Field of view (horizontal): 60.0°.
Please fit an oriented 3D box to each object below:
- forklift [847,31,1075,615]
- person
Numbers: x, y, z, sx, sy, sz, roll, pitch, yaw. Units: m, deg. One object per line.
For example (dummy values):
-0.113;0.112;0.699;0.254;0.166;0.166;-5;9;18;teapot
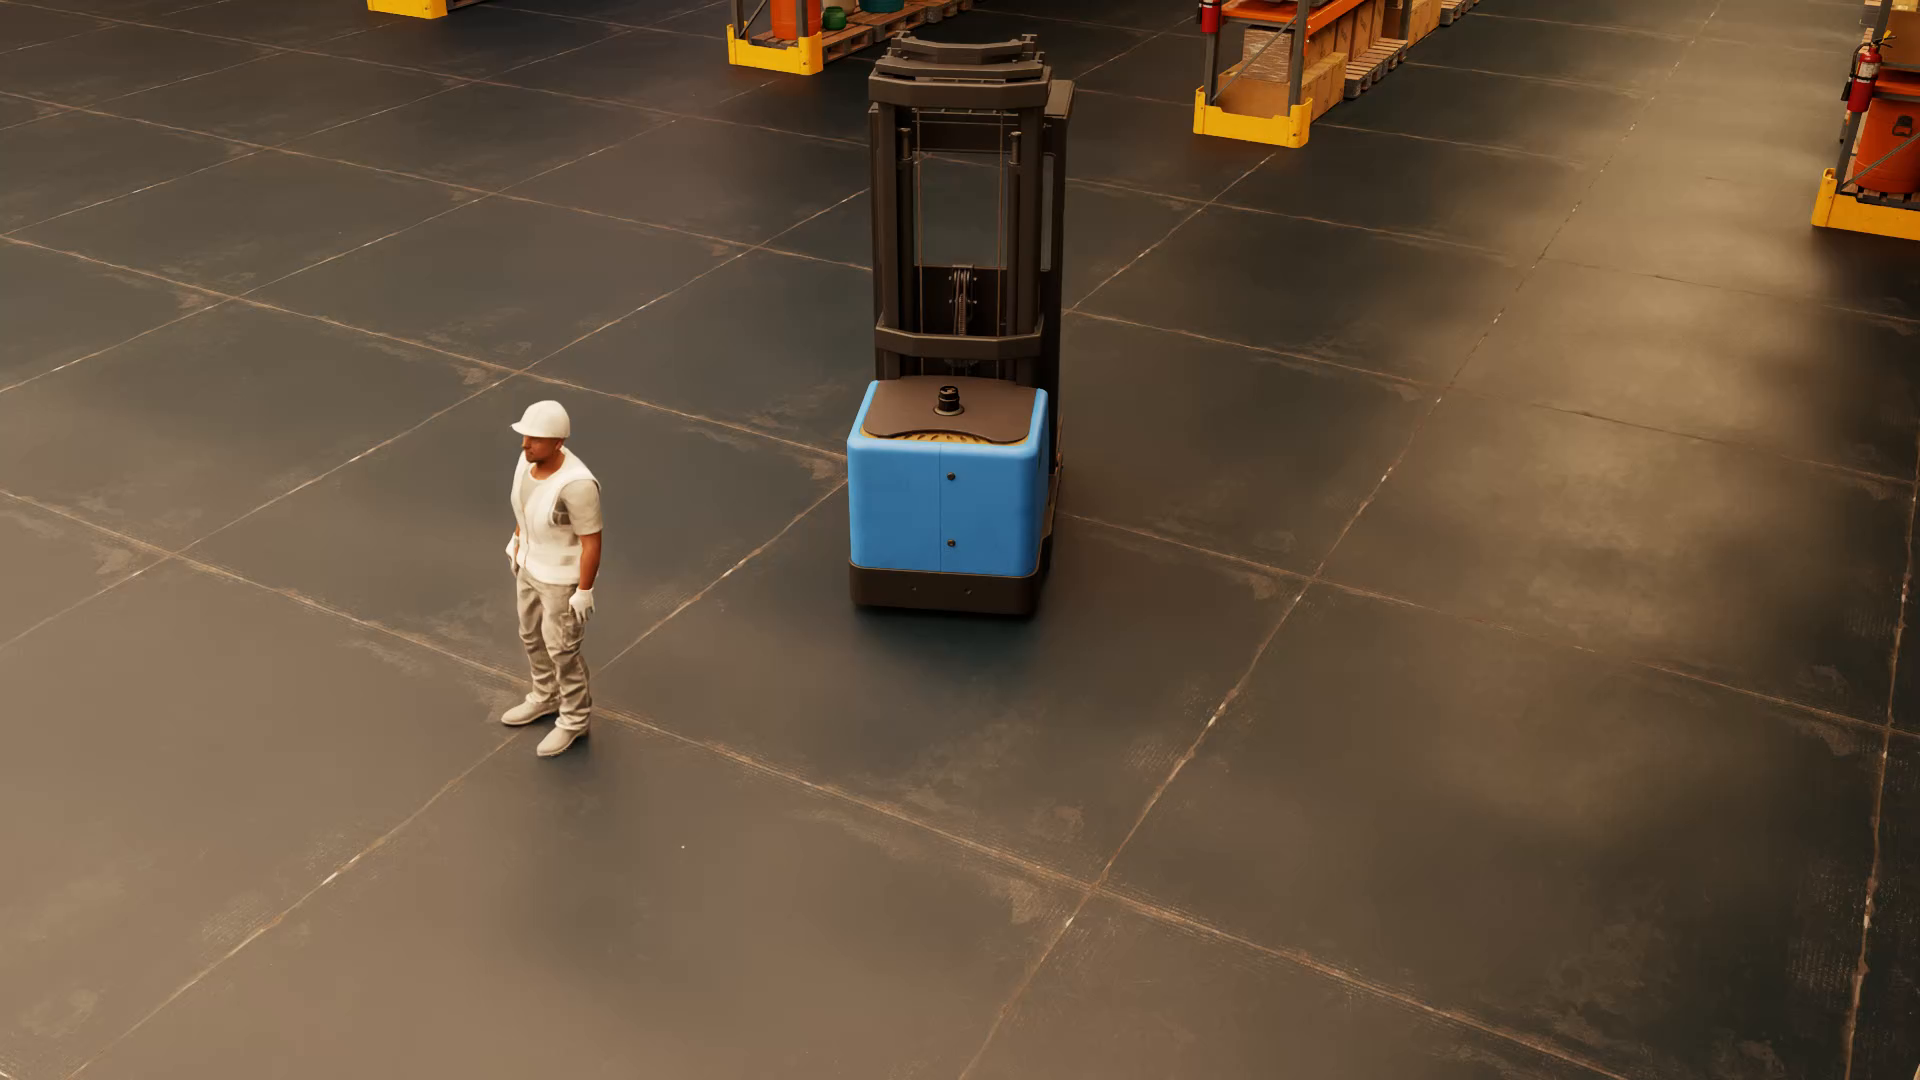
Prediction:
0.072;-1.572;9.794;1.130;2.935;3.031;3;30;6;forklift
-1.977;0.167;7.936;0.503;1.795;0.650;-23;37;-34;person
